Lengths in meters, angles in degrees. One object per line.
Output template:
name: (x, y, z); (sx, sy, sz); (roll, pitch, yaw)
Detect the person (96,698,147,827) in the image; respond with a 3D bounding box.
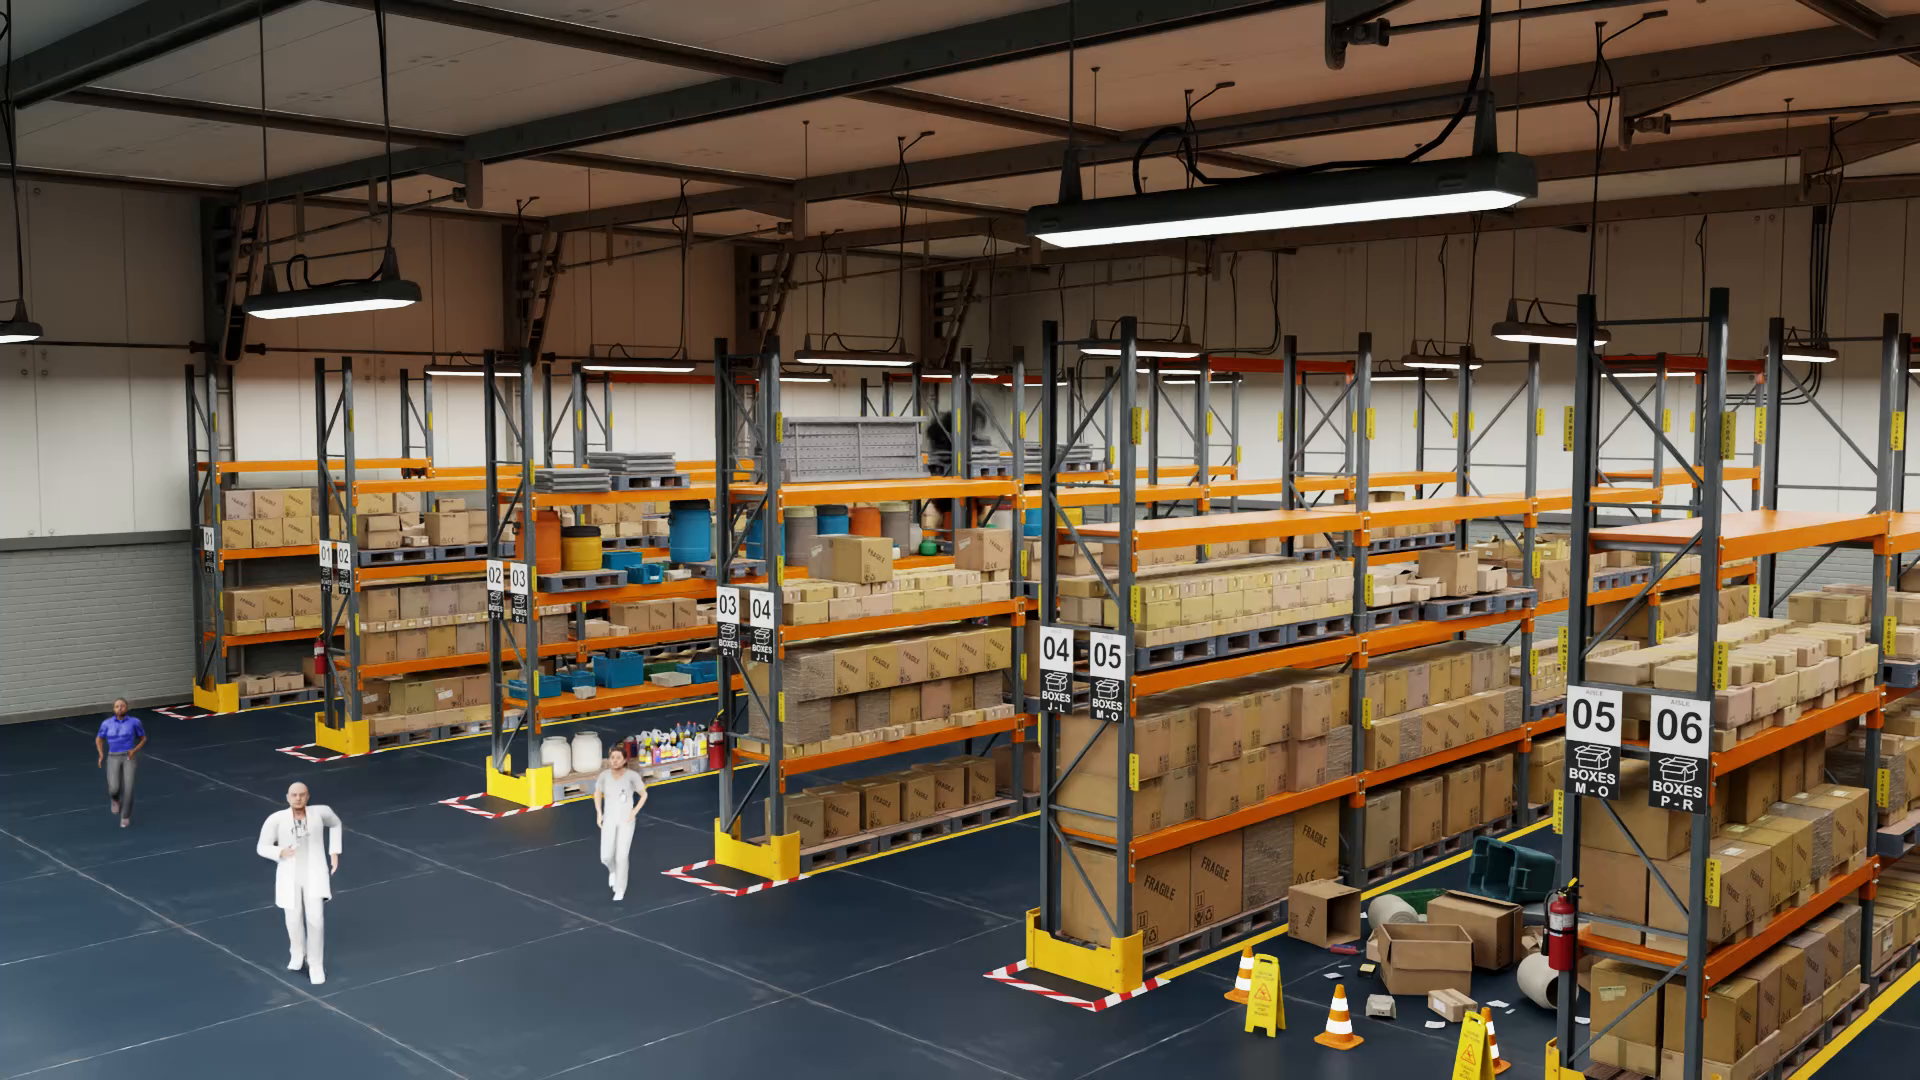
person: (-10.491, 2.774, 20.818); (0.582, 1.606, 0.555); (-2, 5, -24)

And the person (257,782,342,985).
person: (-6.007, 3.123, 15.153); (0.709, 1.856, 0.807); (-2, 5, -19)

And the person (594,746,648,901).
person: (-3.617, 2.999, 17.732); (0.583, 1.638, 0.568); (0, 4, 0)
